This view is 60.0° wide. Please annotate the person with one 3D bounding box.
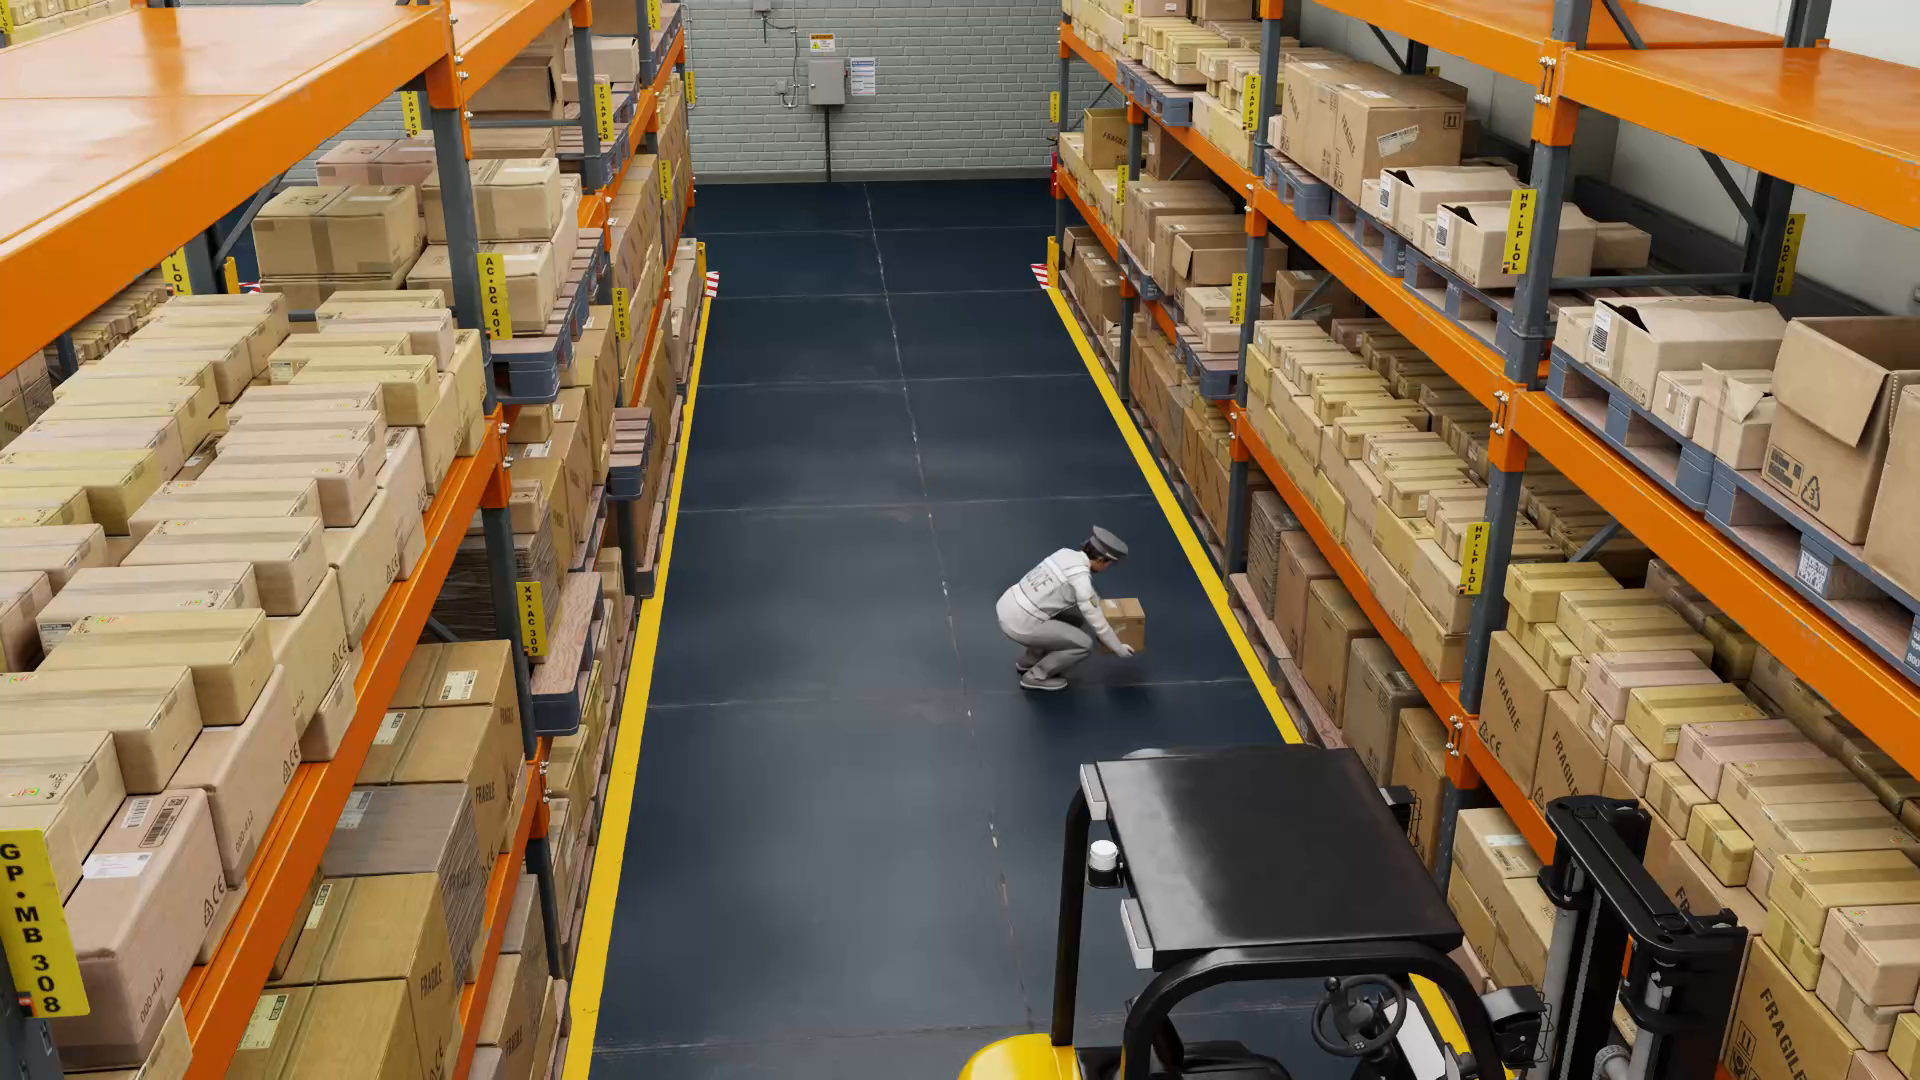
[{"bbox_3d":[0.635,0.401,10.076,0.829,0.961,0.495,-2,24,-5],"label":"person"}]
